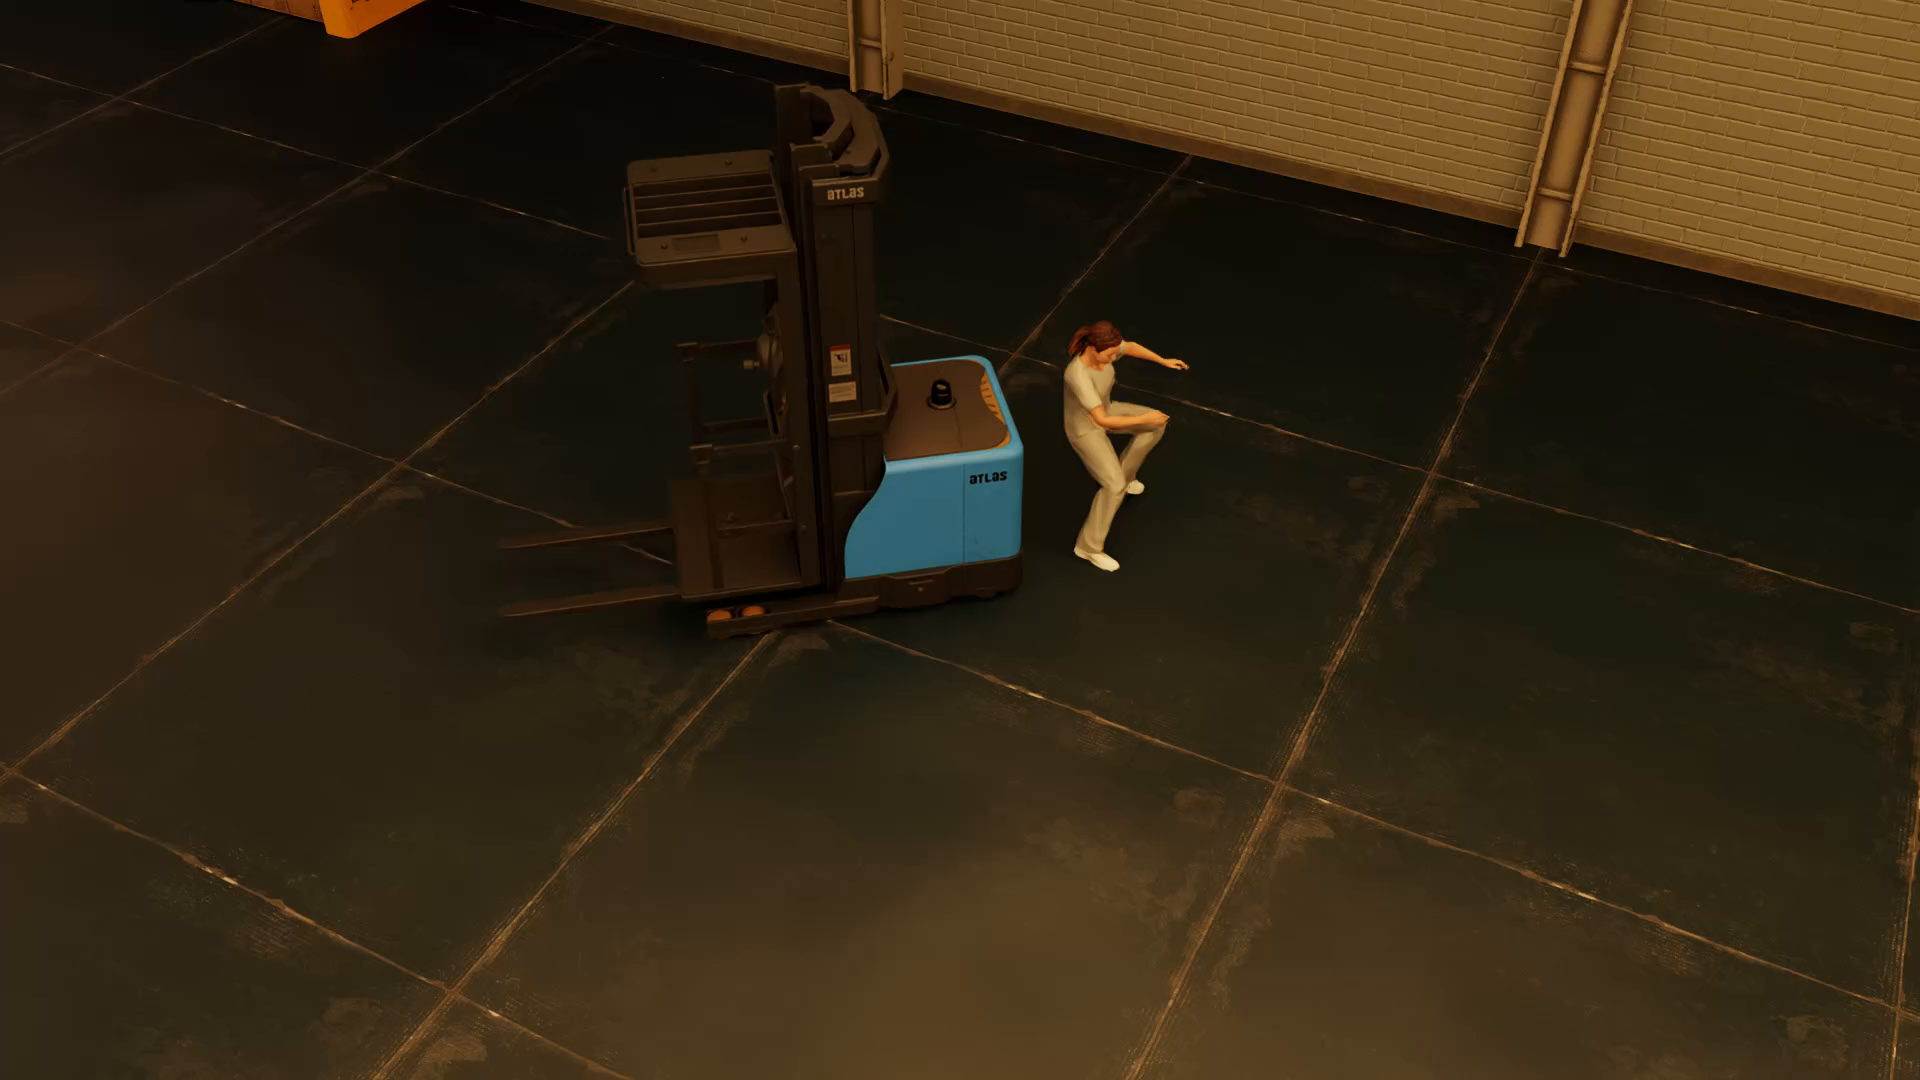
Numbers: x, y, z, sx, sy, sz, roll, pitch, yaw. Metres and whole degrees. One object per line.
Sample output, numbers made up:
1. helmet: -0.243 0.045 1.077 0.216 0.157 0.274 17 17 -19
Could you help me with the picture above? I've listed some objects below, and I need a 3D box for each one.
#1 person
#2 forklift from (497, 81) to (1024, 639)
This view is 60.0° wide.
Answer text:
1. person: 0.940 -0.668 9.945 0.690 1.454 0.884 19 44 21
2. forklift: -1.200 -0.924 9.083 3.031 2.935 1.130 -7 41 -9
